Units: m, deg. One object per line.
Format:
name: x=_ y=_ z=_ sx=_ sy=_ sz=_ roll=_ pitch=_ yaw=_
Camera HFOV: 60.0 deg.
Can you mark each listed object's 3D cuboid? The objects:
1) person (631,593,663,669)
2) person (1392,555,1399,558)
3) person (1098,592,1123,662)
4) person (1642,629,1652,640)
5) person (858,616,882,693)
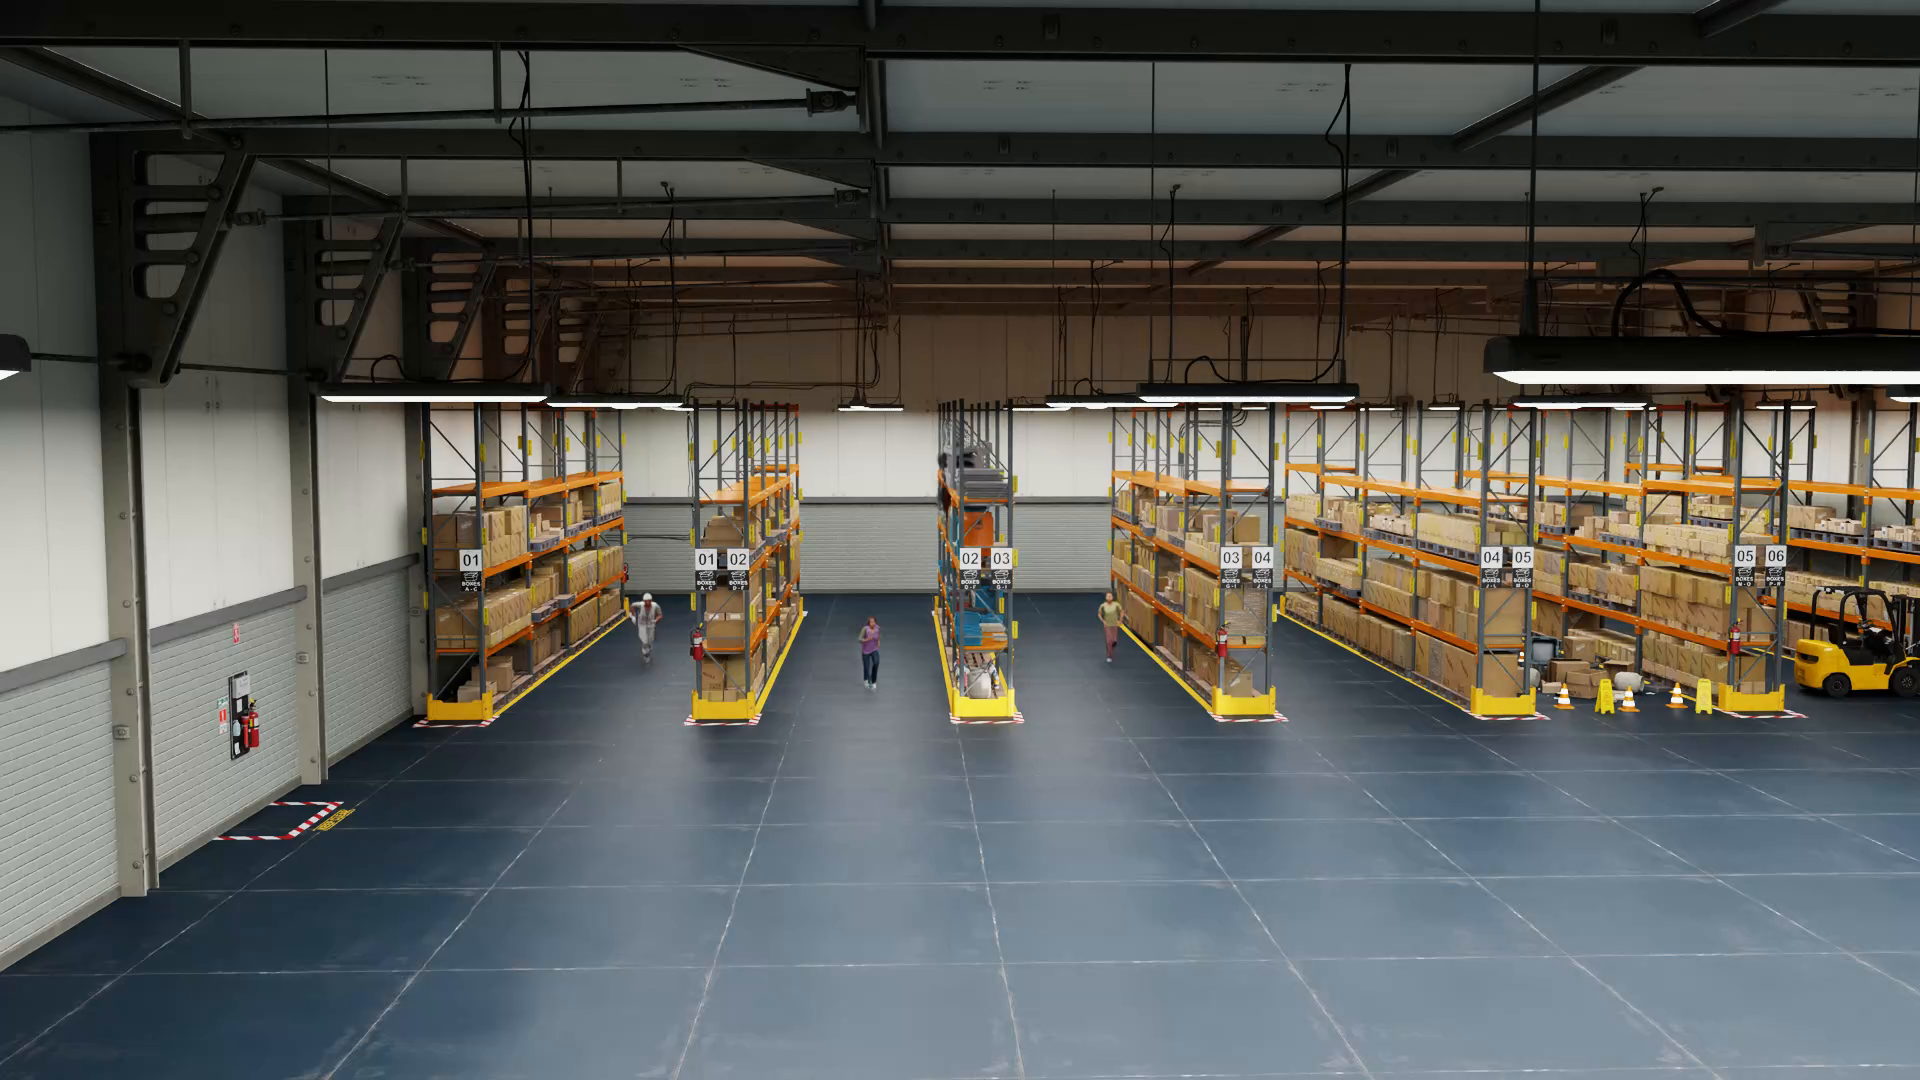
person: x=-7.116 y=2.036 z=37.782 sx=0.706 sy=1.731 sz=1.053 roll=-1 pitch=4 yaw=-12
person: x=12.133 y=1.314 z=46.212 sx=0.681 sy=1.803 sz=0.897 roll=-2 pitch=5 yaw=-24
person: x=3.480 y=1.997 z=38.435 sx=0.593 sy=1.633 sz=0.619 roll=0 pitch=4 yaw=3
person: x=17.030 y=1.774 z=41.193 sx=0.524 sy=1.746 sz=0.785 roll=-1 pitch=4 yaw=-9
person: x=-1.861 y=2.341 z=34.319 sx=0.531 sy=1.564 sz=0.868 roll=-1 pitch=4 yaw=-12
